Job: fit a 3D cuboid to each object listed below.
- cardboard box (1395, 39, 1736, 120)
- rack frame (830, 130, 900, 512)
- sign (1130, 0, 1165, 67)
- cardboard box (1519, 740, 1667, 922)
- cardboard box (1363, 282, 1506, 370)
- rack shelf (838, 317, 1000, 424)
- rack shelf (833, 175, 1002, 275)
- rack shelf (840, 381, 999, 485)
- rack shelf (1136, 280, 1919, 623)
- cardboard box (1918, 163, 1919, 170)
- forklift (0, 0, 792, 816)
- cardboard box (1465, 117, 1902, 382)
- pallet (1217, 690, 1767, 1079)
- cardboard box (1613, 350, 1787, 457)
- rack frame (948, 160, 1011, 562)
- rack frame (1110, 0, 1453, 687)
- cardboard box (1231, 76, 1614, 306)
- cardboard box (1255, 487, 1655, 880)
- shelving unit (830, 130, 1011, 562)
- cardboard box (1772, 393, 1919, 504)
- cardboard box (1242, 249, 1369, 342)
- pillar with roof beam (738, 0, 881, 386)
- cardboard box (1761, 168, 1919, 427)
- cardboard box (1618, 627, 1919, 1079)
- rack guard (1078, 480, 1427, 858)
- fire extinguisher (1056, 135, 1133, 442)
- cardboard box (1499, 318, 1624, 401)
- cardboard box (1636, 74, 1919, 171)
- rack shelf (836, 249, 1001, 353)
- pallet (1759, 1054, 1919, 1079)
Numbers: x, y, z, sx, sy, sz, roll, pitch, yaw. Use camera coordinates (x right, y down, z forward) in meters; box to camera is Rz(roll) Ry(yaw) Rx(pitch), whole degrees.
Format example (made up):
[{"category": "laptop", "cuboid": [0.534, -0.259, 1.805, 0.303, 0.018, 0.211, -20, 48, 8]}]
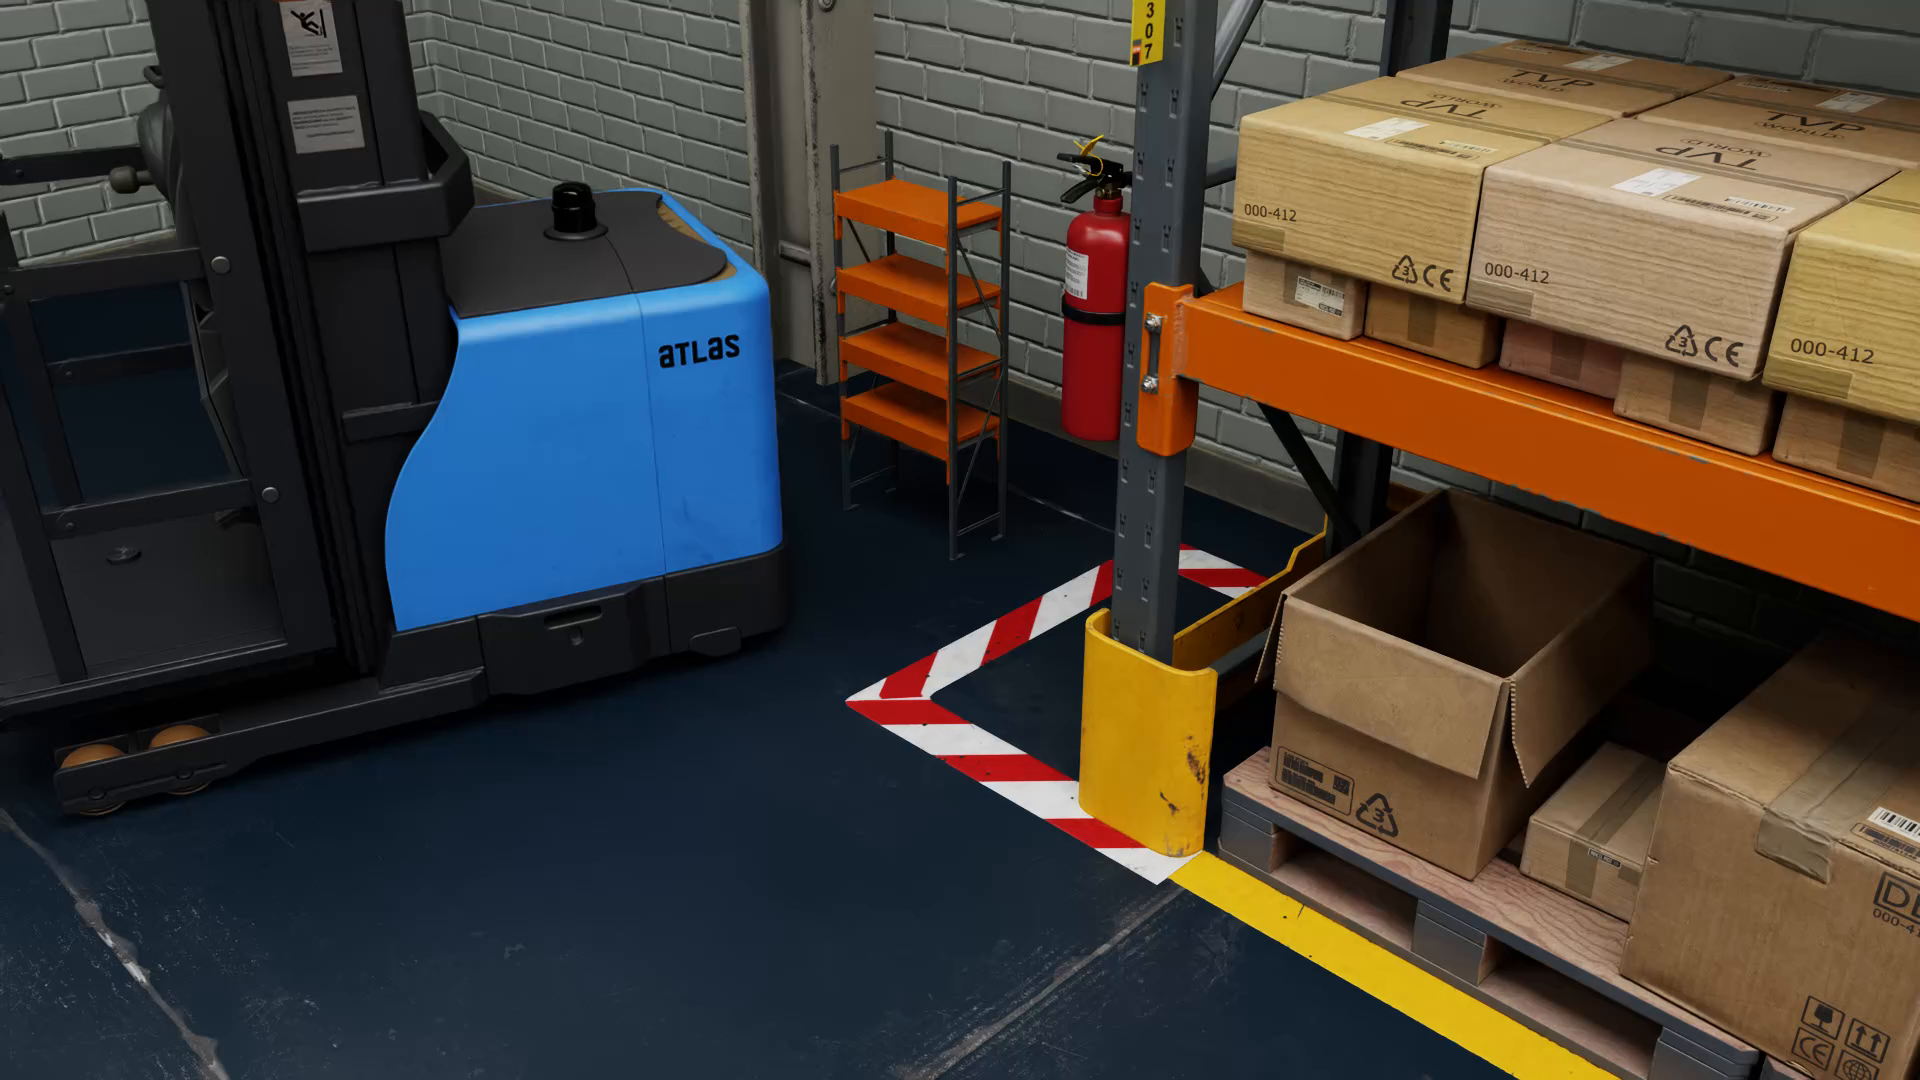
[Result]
[{"category": "cardboard box", "cuboid": [1.253, -0.857, 3.498, 0.500, 0.250, 0.500, -24, 36, -38]}, {"category": "rack frame", "cuboid": [-0.292, -0.665, 5.225, 0.015, 1.200, 0.240, 25, 36, 38]}, {"category": "sign", "cuboid": [0.358, -1.057, 3.107, 0.005, 0.325, 0.100, 25, 36, 38]}, {"category": "cardboard box", "cuboid": [1.384, 0.605, 3.489, 0.250, 0.149, 0.380, 23, 35, 37]}, {"category": "cardboard box", "cuboid": [0.995, -0.477, 3.203, 0.380, 0.149, 0.250, -24, 36, -38]}, {"category": "rack shelf", "cuboid": [-0.118, -0.526, 5.105, 0.480, 0.148, 0.258, 25, 36, 38]}, {"category": "rack shelf", "cuboid": [-0.118, -0.933, 4.891, 0.480, 0.148, 0.258, 25, 36, 38]}, {"category": "rack shelf", "cuboid": [-0.118, -0.350, 5.197, 0.480, 0.148, 0.258, 25, 36, 38]}, {"category": "rack shelf", "cuboid": [2.165, 0.117, 2.577, 4.000, 0.370, 1.077, 25, 36, 38]}, {"category": "cardboard box", "cuboid": [1.969, -0.525, 2.867, 0.500, 0.250, 0.500, -24, 36, -38]}, {"category": "forklift", "cuboid": [-2.032, -0.917, 3.844, 3.031, 2.935, 1.130, -12, 30, -22]}, {"category": "cardboard box", "cuboid": [1.233, -0.517, 2.852, 0.500, 0.250, 0.500, -25, 37, -39]}, {"category": "pallet", "cuboid": [1.362, 0.665, 3.758, 1.213, 0.211, 1.003, 25, 36, 38]}, {"category": "cardboard box", "cuboid": [1.344, -0.300, 2.867, 0.380, 0.149, 0.250, -24, 36, -38]}, {"category": "rack frame", "cuboid": [0.056, -0.505, 4.922, 0.015, 1.200, 0.240, 25, 36, 38]}, {"category": "rack frame", "cuboid": [0.739, -0.854, 3.651, 0.127, 3.000, 1.000, 25, 36, 38]}, {"category": "cardboard box", "cuboid": [0.873, -0.682, 3.165, 0.500, 0.250, 0.500, 25, 37, 39]}, {"category": "cardboard box", "cuboid": [1.108, 0.296, 3.695, 0.637, 0.503, 0.797, 23, 35, 37]}, {"category": "shelving unit", "cuboid": [-0.118, -0.585, 5.073, 0.503, 1.200, 0.258, 25, 36, 38]}, {"category": "cardboard box", "cuboid": [1.537, -0.215, 2.706, 0.380, 0.149, 0.250, -25, 36, -38]}, {"category": "cardboard box", "cuboid": [0.781, -0.544, 3.332, 0.250, 0.149, 0.380, 24, 36, 38]}, {"category": "pillar with roof beam", "cuboid": [-3.570, -3.259, 1.779, 0.400, 9.000, 9.100, 25, 36, 38]}, {"category": "cardboard box", "cuboid": [1.597, -0.353, 2.540, 0.500, 0.250, 0.500, 24, 36, 37]}, {"category": "cardboard box", "cuboid": [1.691, 0.590, 3.140, 0.700, 0.500, 0.500, -24, 36, -37]}, {"category": "rack guard", "cuboid": [0.793, 0.277, 4.185, 0.348, 0.500, 1.175, 25, 36, 38]}, {"category": "fire extinguisher", "cuboid": [0.310, -0.549, 3.555, 0.183, 0.674, 0.296, 25, 36, 38]}, {"category": "cardboard box", "cuboid": [1.206, -0.402, 3.062, 0.250, 0.149, 0.380, 24, 36, 38]}, {"category": "cardboard box", "cuboid": [1.620, -0.688, 3.178, 0.500, 0.250, 0.500, 25, 36, 39]}, {"category": "rack shelf", "cuboid": [-0.118, -0.724, 5.001, 0.480, 0.148, 0.258, 25, 36, 38]}, {"category": "pallet", "cuboid": [2.228, 1.063, 3.002, 1.213, 0.211, 1.003, 25, 36, 38]}]
